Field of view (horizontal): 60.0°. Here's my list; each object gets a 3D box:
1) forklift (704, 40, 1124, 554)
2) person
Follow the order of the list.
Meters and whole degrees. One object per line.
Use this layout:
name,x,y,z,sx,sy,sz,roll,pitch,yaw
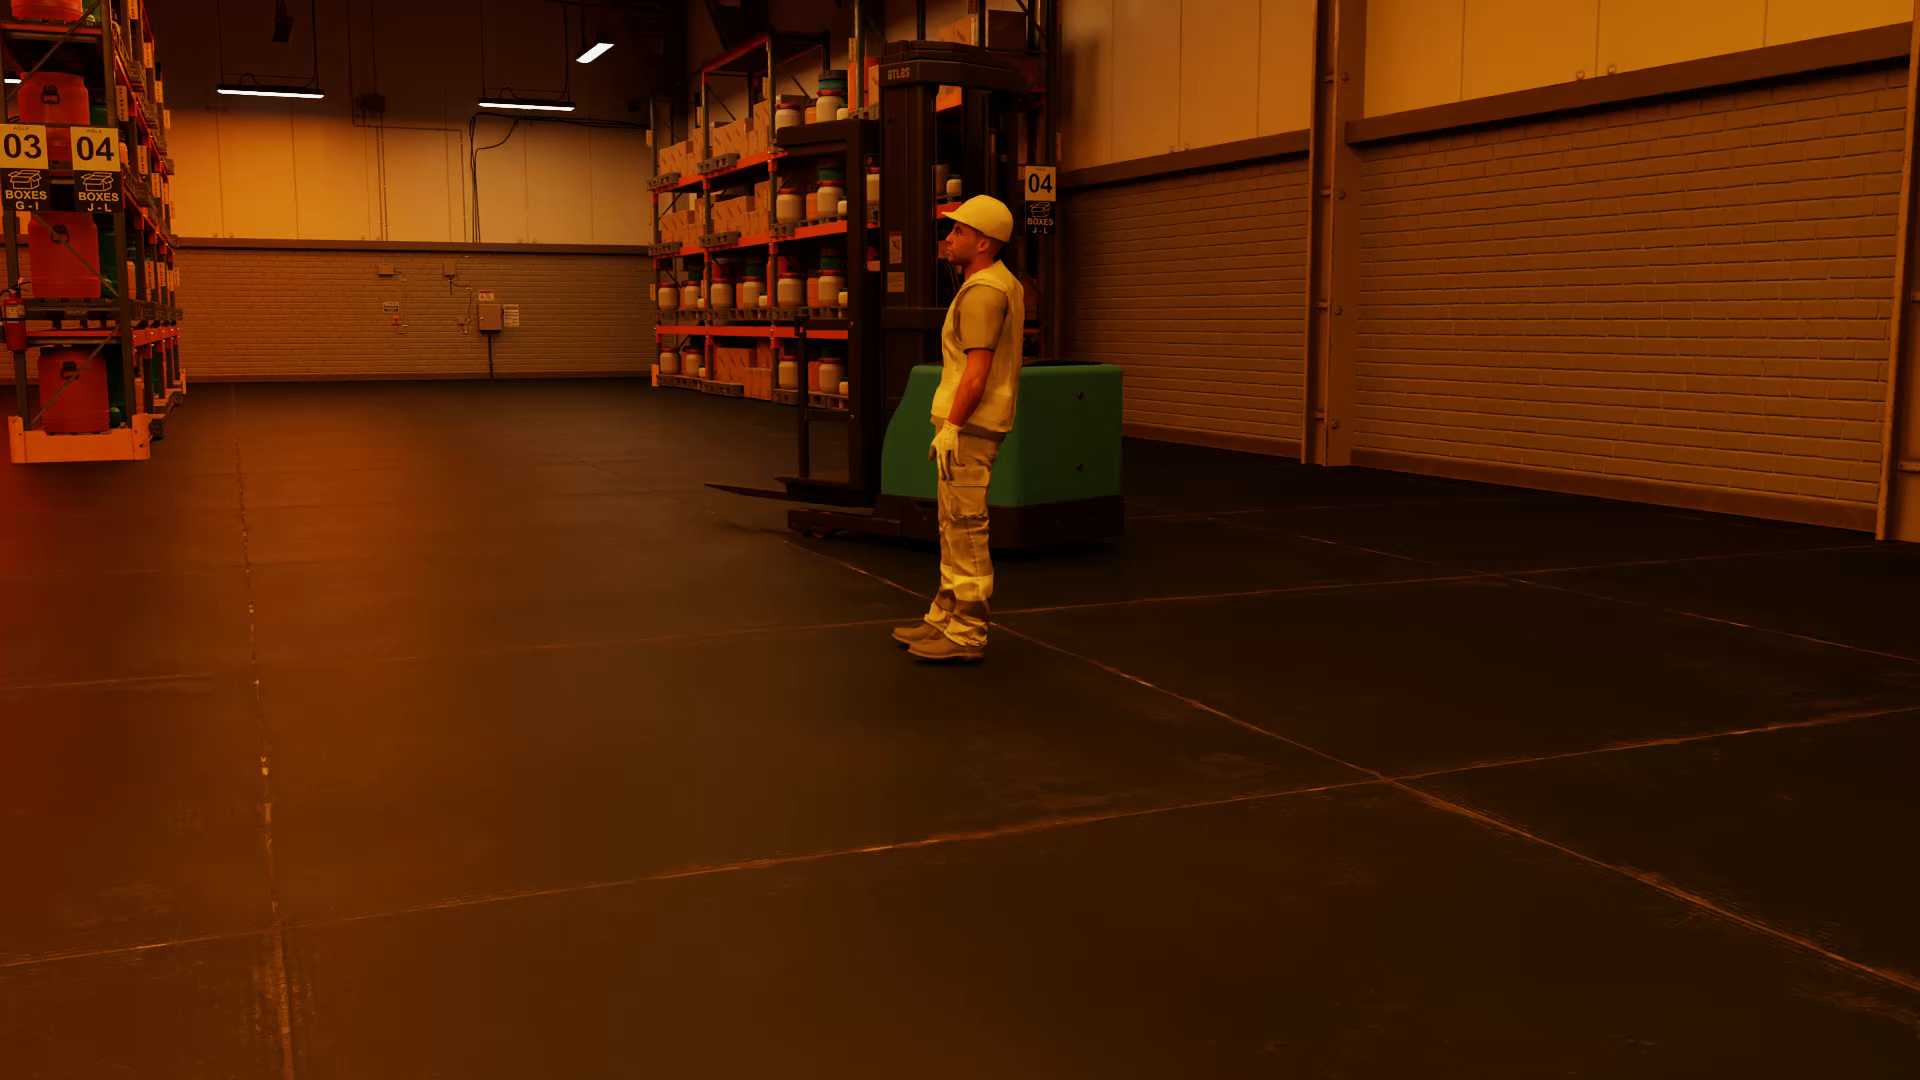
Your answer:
forklift,-0.436,-1.509,10.383,3.031,2.935,1.130,7,10,44
person,-0.038,-0.421,6.441,0.564,1.789,0.637,1,8,9
